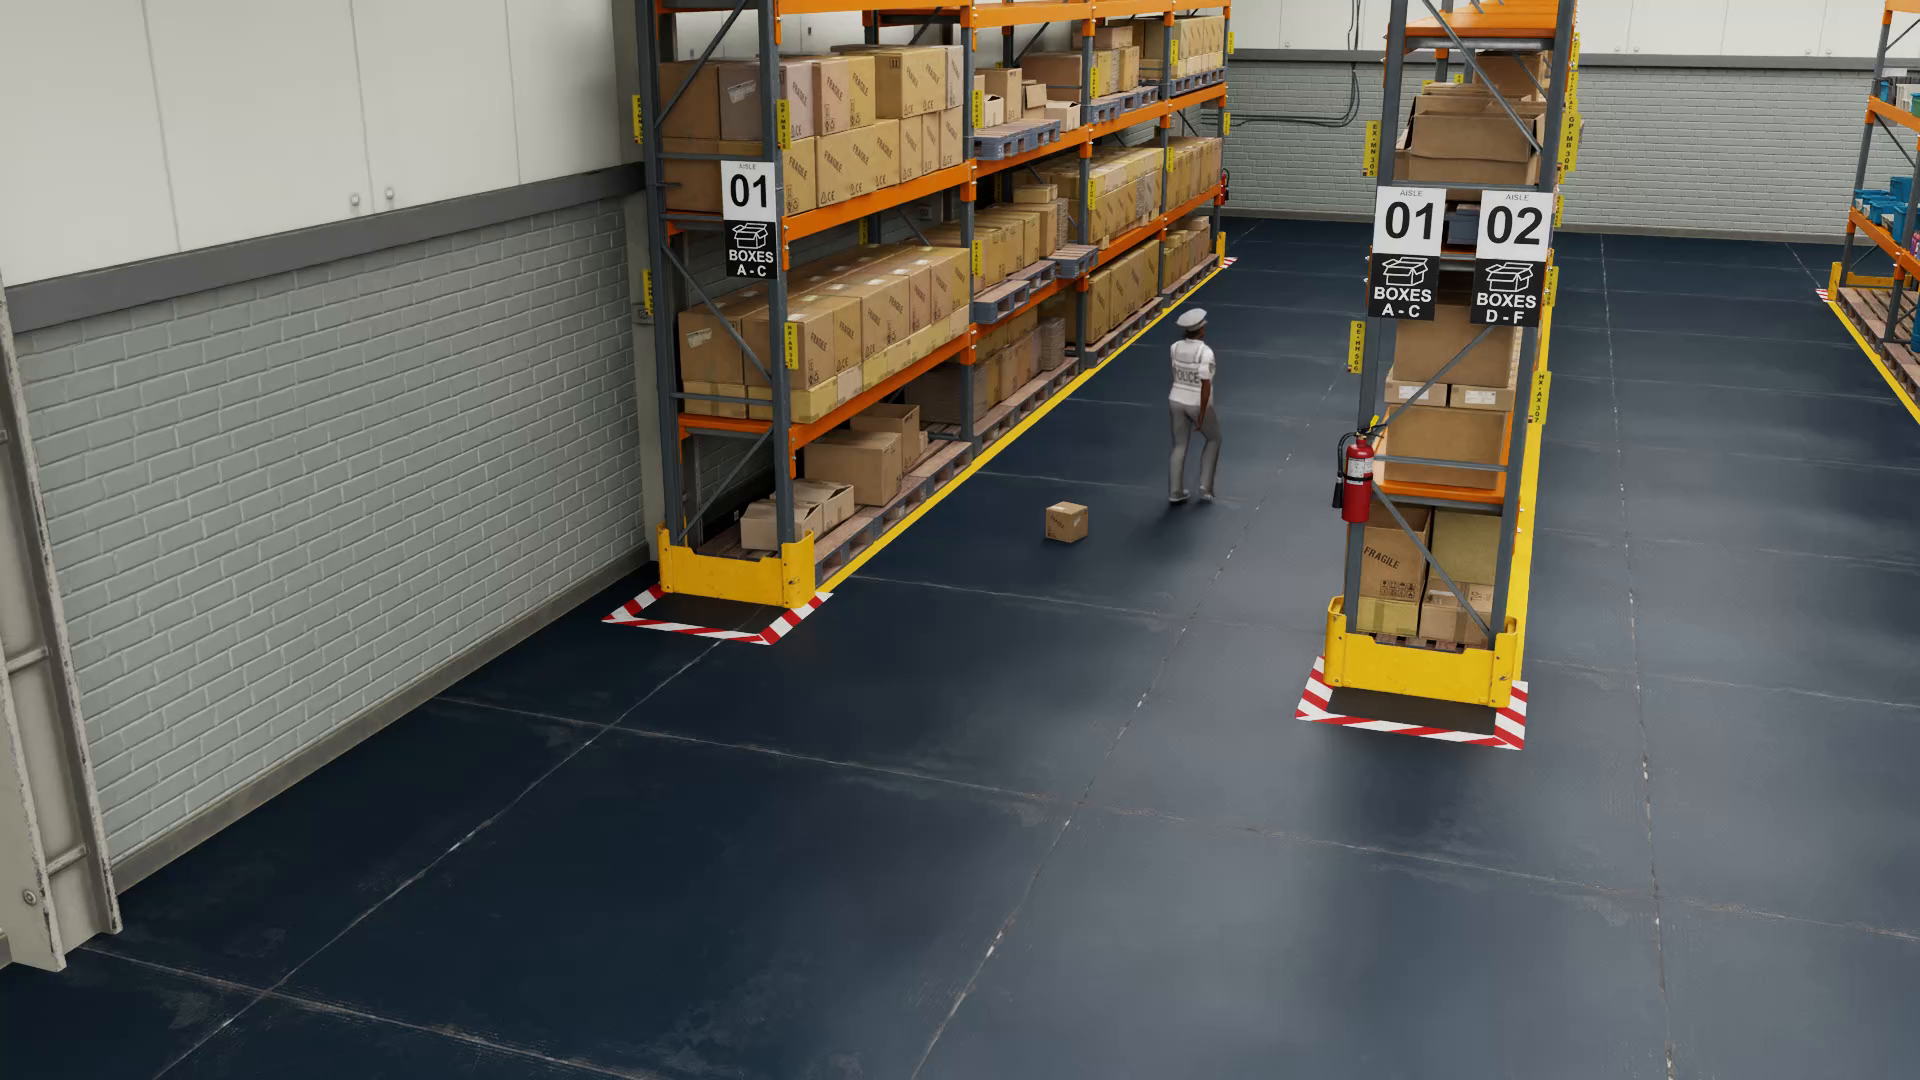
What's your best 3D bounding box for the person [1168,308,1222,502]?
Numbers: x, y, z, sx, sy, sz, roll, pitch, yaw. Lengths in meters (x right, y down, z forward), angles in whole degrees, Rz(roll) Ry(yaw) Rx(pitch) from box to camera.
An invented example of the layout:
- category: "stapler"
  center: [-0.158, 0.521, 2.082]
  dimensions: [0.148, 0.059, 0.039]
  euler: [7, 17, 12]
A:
- category: "person"
  center: [2.017, -1.134, 14.414]
  dimensions: [0.438, 1.763, 0.523]
  euler: [13, 23, 34]
